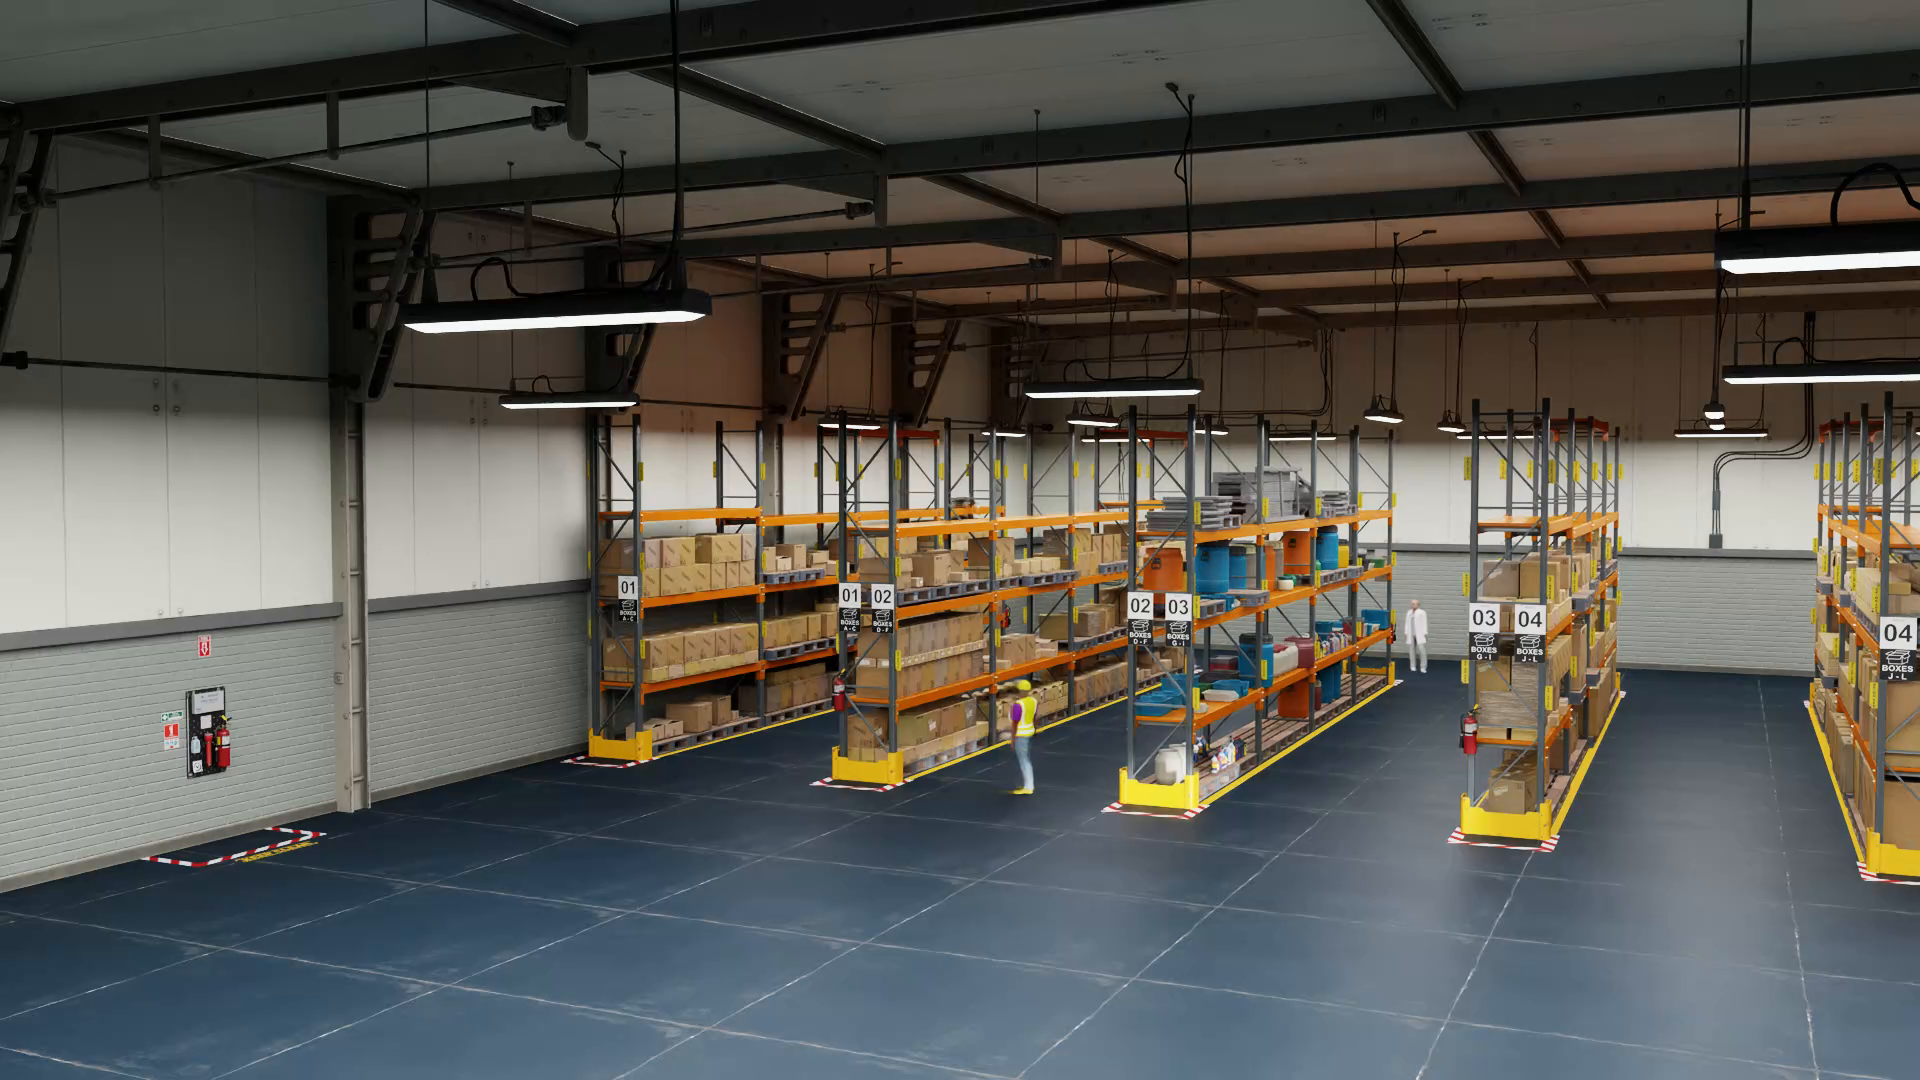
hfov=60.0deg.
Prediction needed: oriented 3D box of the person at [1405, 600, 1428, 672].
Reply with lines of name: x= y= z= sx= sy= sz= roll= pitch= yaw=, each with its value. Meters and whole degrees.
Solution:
person: x=11.457 y=2.402 z=41.788 sx=0.639 sy=1.797 sz=0.474 roll=2 pitch=3 yaw=39

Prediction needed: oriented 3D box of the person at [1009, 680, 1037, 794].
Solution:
person: x=0.986 y=3.055 z=25.870 sx=0.401 sy=1.778 sz=0.706 roll=1 pitch=2 yaw=17

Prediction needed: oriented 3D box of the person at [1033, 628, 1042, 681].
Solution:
person: x=1.828 y=2.588 z=39.686 sx=0.532 sy=1.572 sz=0.434 roll=0 pitch=2 yaw=-6

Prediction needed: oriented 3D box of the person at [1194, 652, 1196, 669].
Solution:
person: x=5.763 y=2.428 z=42.393 sx=0.530 sy=1.678 sz=0.429 roll=1 pitch=2 yaw=15
